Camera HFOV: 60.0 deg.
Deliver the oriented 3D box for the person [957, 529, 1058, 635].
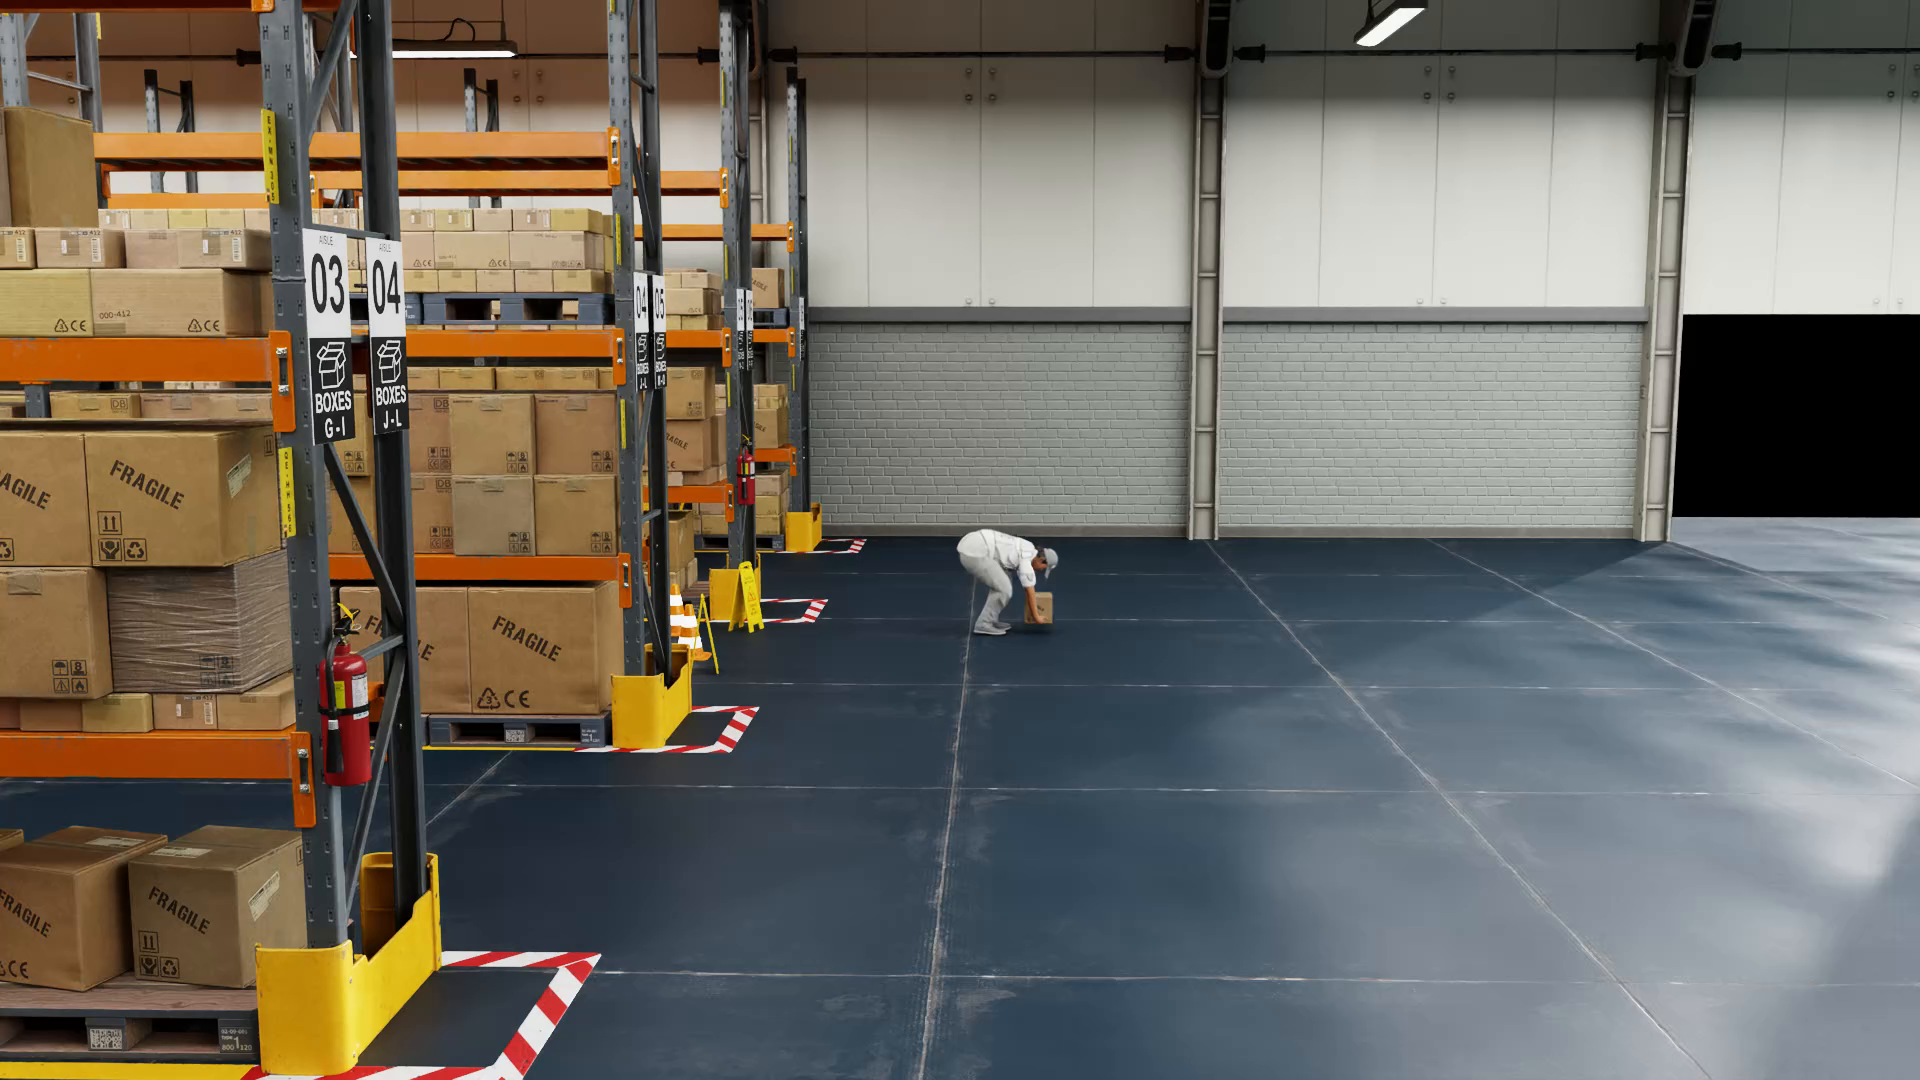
[{"bbox_3d":[0.454,0.385,15.522,0.918,0.966,0.496,0,7,-2],"label":"person"}]
